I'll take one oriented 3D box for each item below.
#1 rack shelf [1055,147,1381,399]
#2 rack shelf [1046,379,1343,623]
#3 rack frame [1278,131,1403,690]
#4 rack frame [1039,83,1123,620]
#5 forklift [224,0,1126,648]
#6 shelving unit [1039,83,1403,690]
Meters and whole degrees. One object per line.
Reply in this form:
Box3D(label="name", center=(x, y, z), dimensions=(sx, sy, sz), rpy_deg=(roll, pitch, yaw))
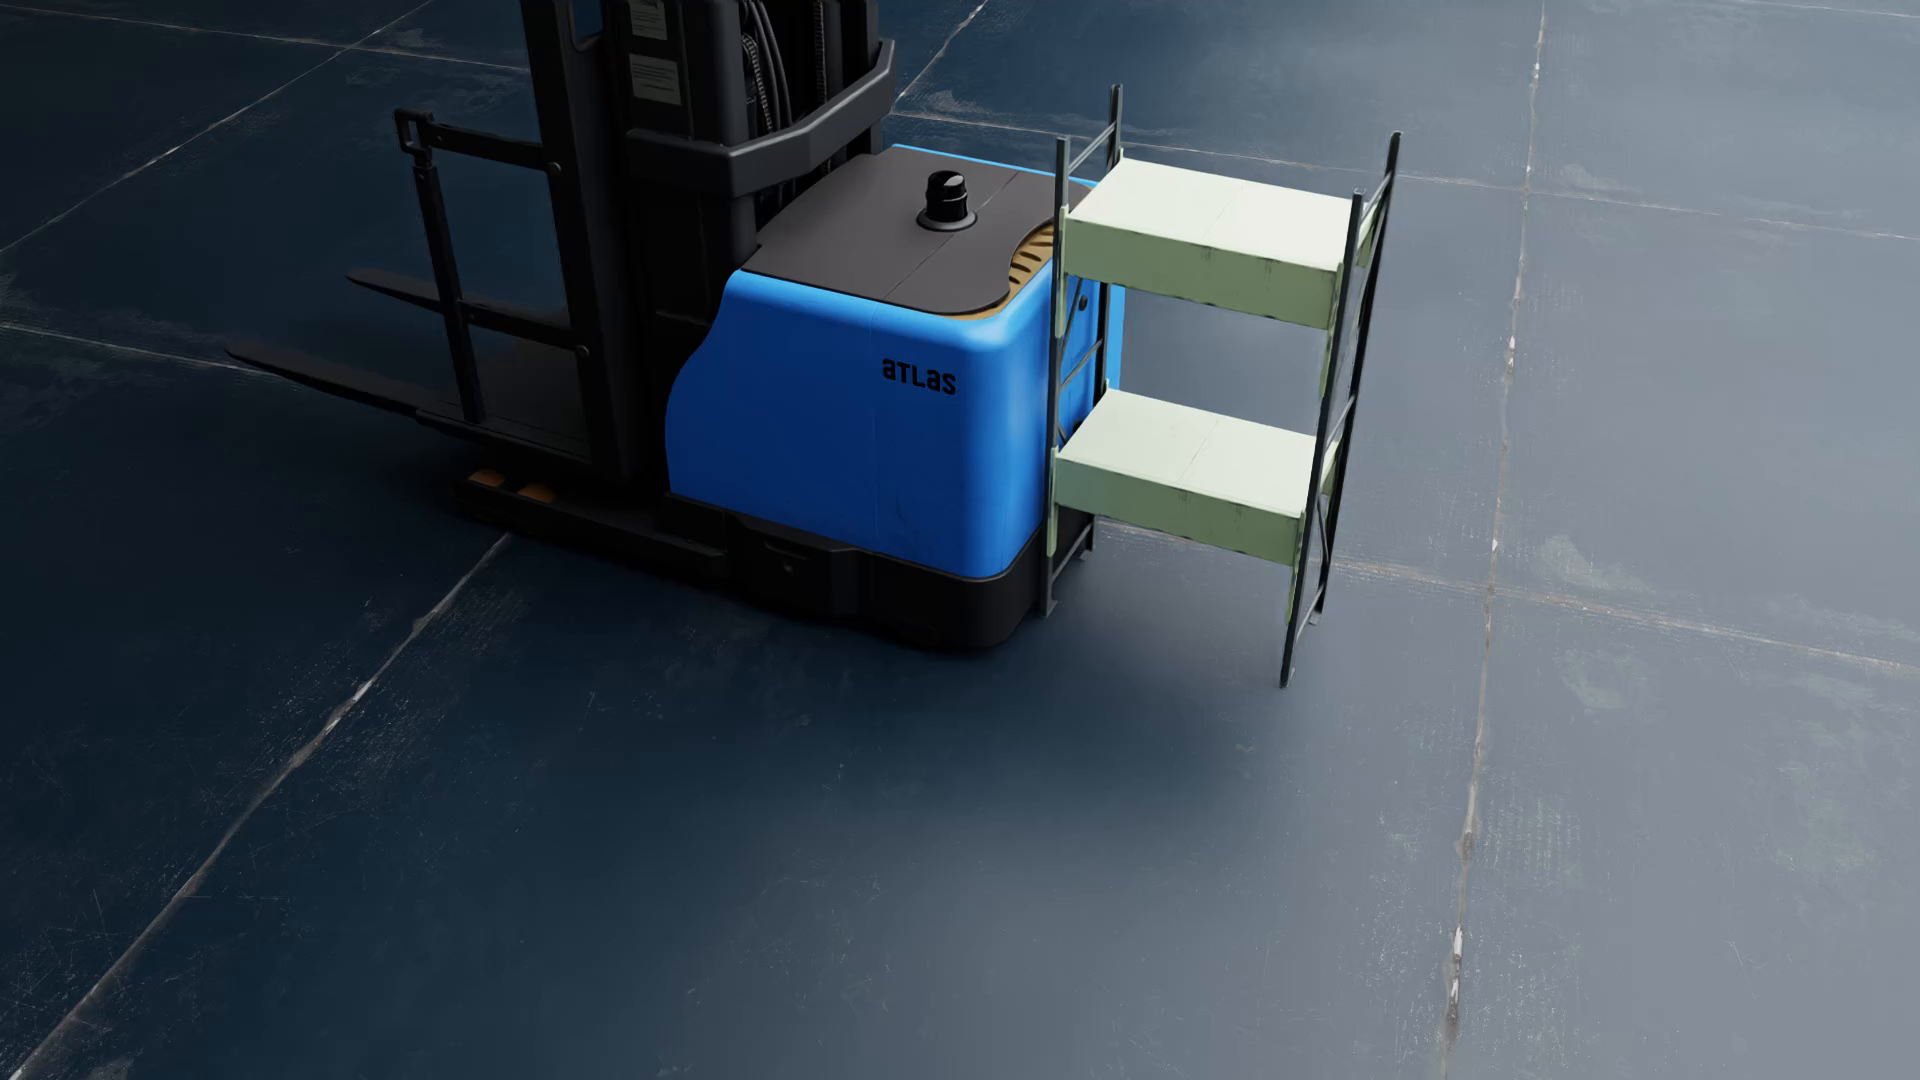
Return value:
Box3D(label="rack shelf", center=(0.661, -0.699, 4.276), dimensions=(0.720, 0.370, 0.431), rpy_deg=(16, 39, 20))
Box3D(label="rack shelf", center=(0.661, -0.122, 4.701), dimensions=(0.720, 0.370, 0.431), rpy_deg=(16, 39, 20))
Box3D(label="rack frame", center=(0.992, -0.292, 4.382), dimensions=(0.023, 1.500, 0.400), rpy_deg=(16, 39, 20))
Box3D(label="rack frame", center=(0.330, -0.478, 4.634), dimensions=(0.023, 1.500, 0.400), rpy_deg=(16, 39, 20))
Box3D(label="forklift", center=(-1.047, -1.459, 4.759), dimensions=(3.031, 2.935, 1.130), rpy_deg=(16, 39, 20))
Box3D(label="shelving unit", center=(0.661, -0.385, 4.508), dimensions=(0.755, 1.500, 0.431), rpy_deg=(16, 39, 20))
